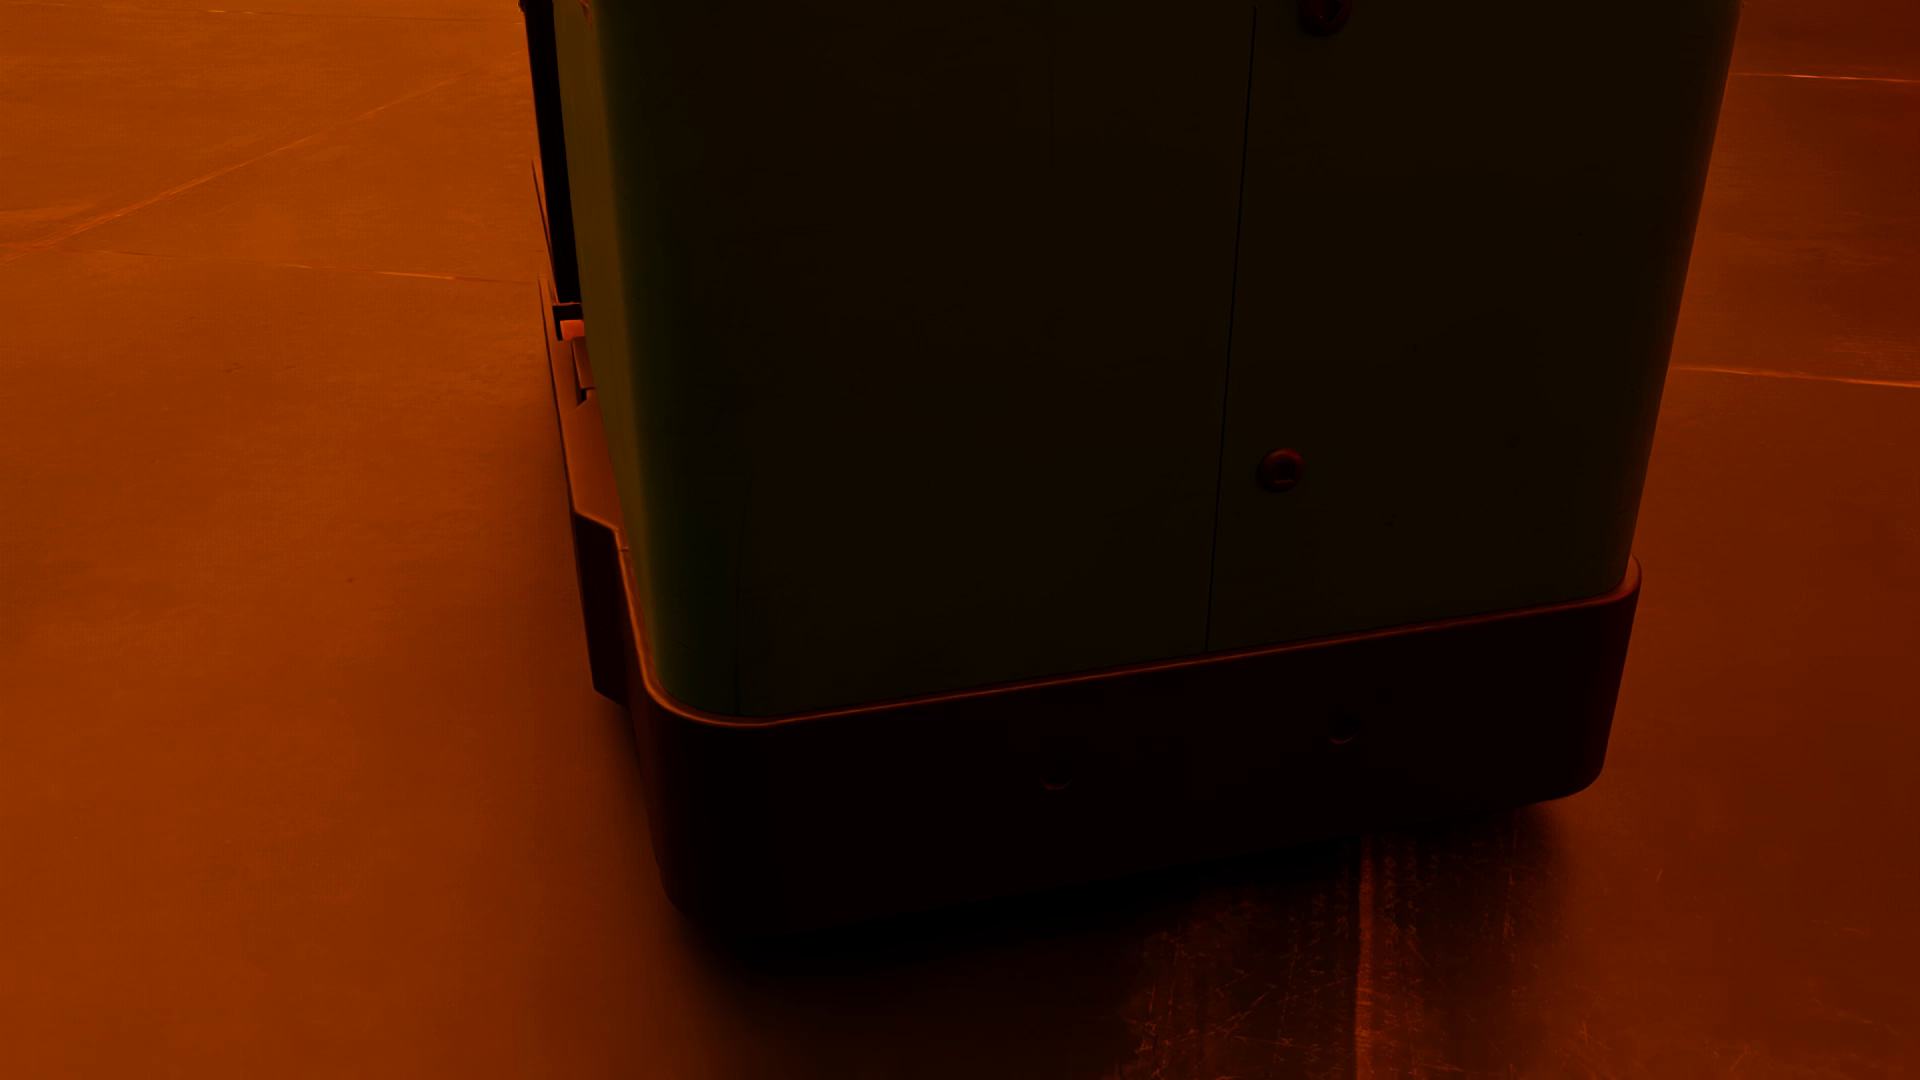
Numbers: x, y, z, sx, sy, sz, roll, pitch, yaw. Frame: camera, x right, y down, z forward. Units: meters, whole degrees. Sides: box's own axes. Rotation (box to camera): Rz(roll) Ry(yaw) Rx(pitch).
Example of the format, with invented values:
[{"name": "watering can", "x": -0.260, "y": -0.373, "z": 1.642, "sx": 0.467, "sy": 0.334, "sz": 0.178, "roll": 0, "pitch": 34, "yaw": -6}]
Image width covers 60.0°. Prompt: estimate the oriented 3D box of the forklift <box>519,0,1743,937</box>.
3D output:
[{"name": "forklift", "x": -0.161, "y": -1.574, "z": 2.366, "sx": 1.130, "sy": 2.935, "sz": 3.031, "roll": -7, "pitch": 28, "yaw": -14}]
